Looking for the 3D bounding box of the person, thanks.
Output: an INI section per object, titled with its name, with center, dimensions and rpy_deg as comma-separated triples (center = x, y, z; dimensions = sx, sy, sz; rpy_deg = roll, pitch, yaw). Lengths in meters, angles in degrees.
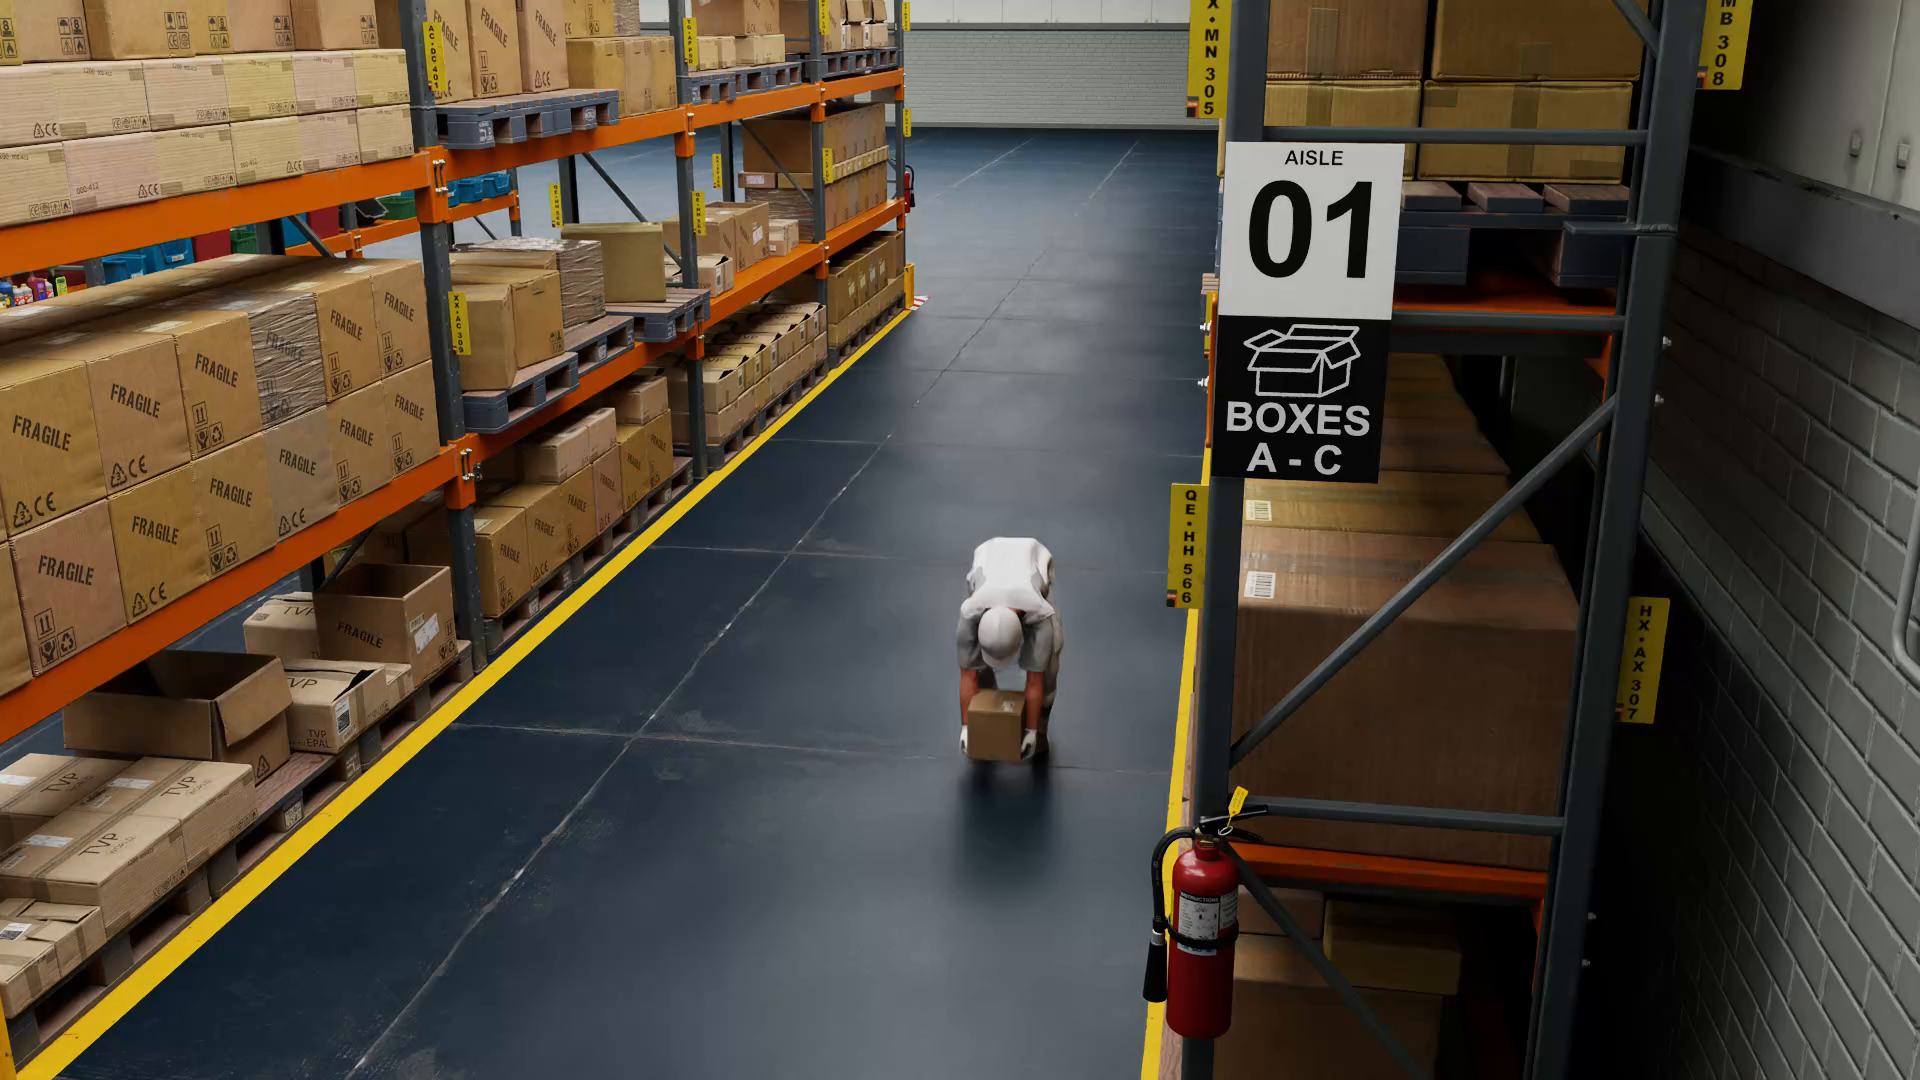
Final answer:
[person]
center = 0.230, 0.569, 7.937
dimensions = 0.520, 1.048, 0.960
rpy_deg = 2, 18, 6
